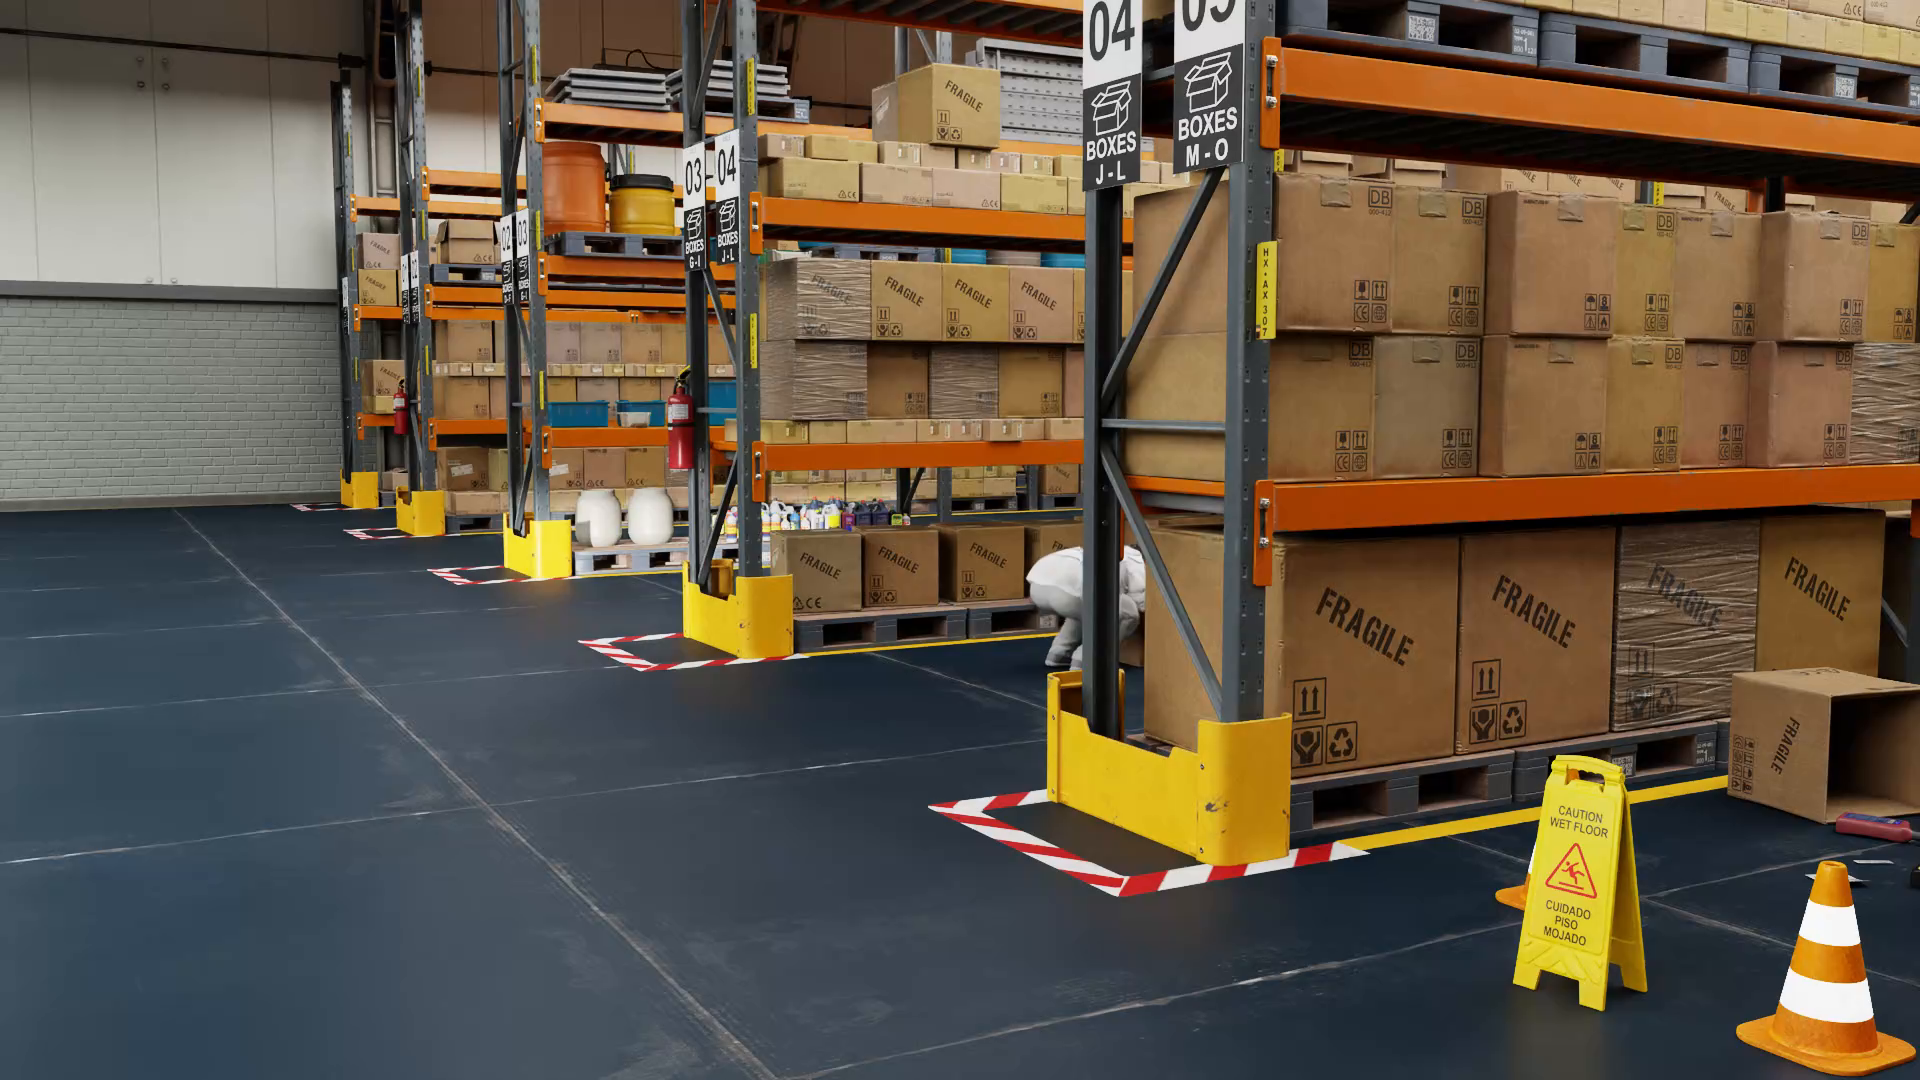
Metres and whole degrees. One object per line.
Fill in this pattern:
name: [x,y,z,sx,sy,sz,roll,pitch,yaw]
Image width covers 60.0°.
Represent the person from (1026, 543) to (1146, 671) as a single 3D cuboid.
person: [0.837,0.399,9.846,0.932,0.750,0.507,-3,6,-30]
